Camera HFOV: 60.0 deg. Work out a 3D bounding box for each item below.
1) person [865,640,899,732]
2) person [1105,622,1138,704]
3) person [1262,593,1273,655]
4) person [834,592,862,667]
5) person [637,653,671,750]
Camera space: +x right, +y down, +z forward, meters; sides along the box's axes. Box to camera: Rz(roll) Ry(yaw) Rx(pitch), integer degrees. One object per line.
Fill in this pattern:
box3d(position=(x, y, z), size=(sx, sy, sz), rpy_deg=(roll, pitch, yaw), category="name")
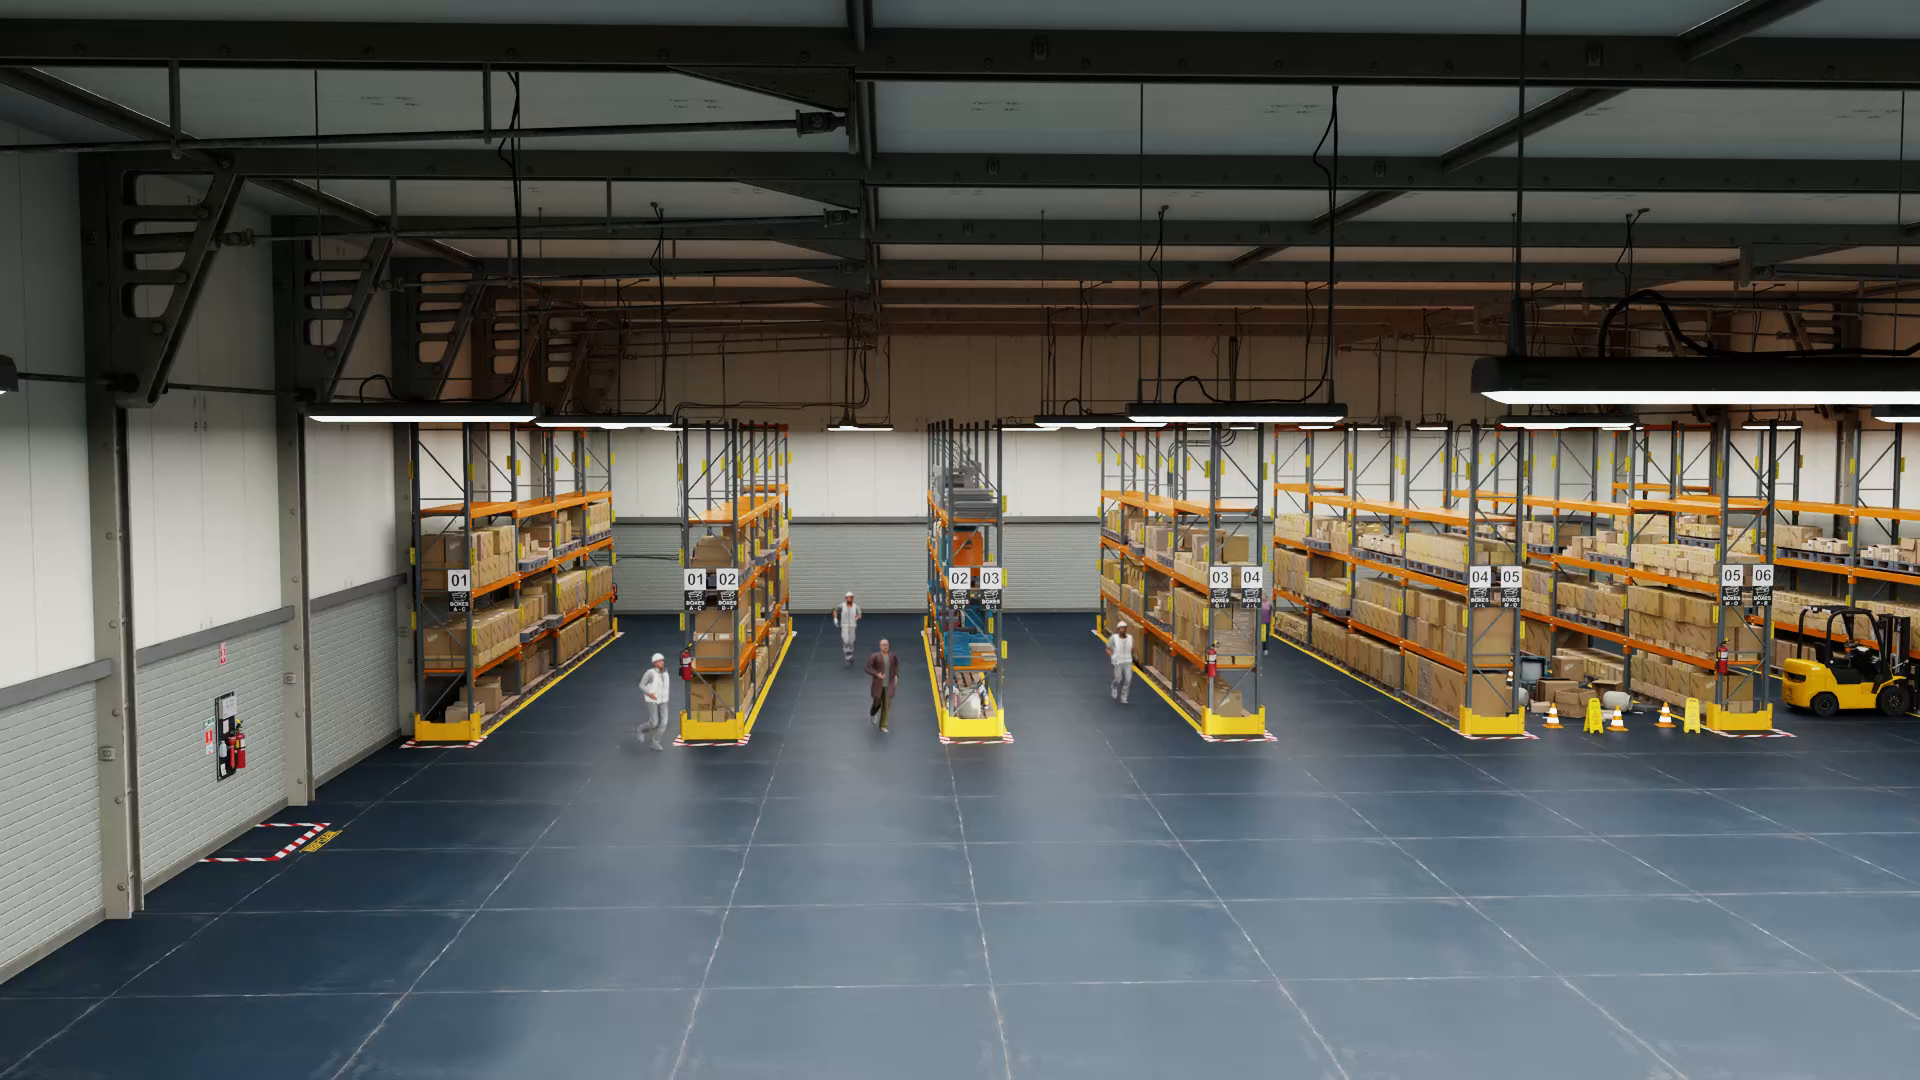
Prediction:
box3d(position=(-1.490, 2.790, 32.024), size=(0.734, 1.760, 0.894), rpy_deg=(-1, 4, -20), category="person")
box3d(position=(3.442, 2.597, 35.266), size=(0.669, 1.732, 0.621), rpy_deg=(-1, 4, -12), category="person")
box3d(position=(7.840, 2.143, 42.969), size=(0.545, 1.579, 0.896), rpy_deg=(0, 4, 1), category="person")
box3d(position=(-2.767, 2.188, 41.162), size=(0.669, 1.806, 0.843), rpy_deg=(-1, 4, -13), category="person")
box3d(position=(-5.539, 2.929, 30.320), size=(0.683, 1.732, 0.634), rpy_deg=(-4, 5, -45), category="person")
